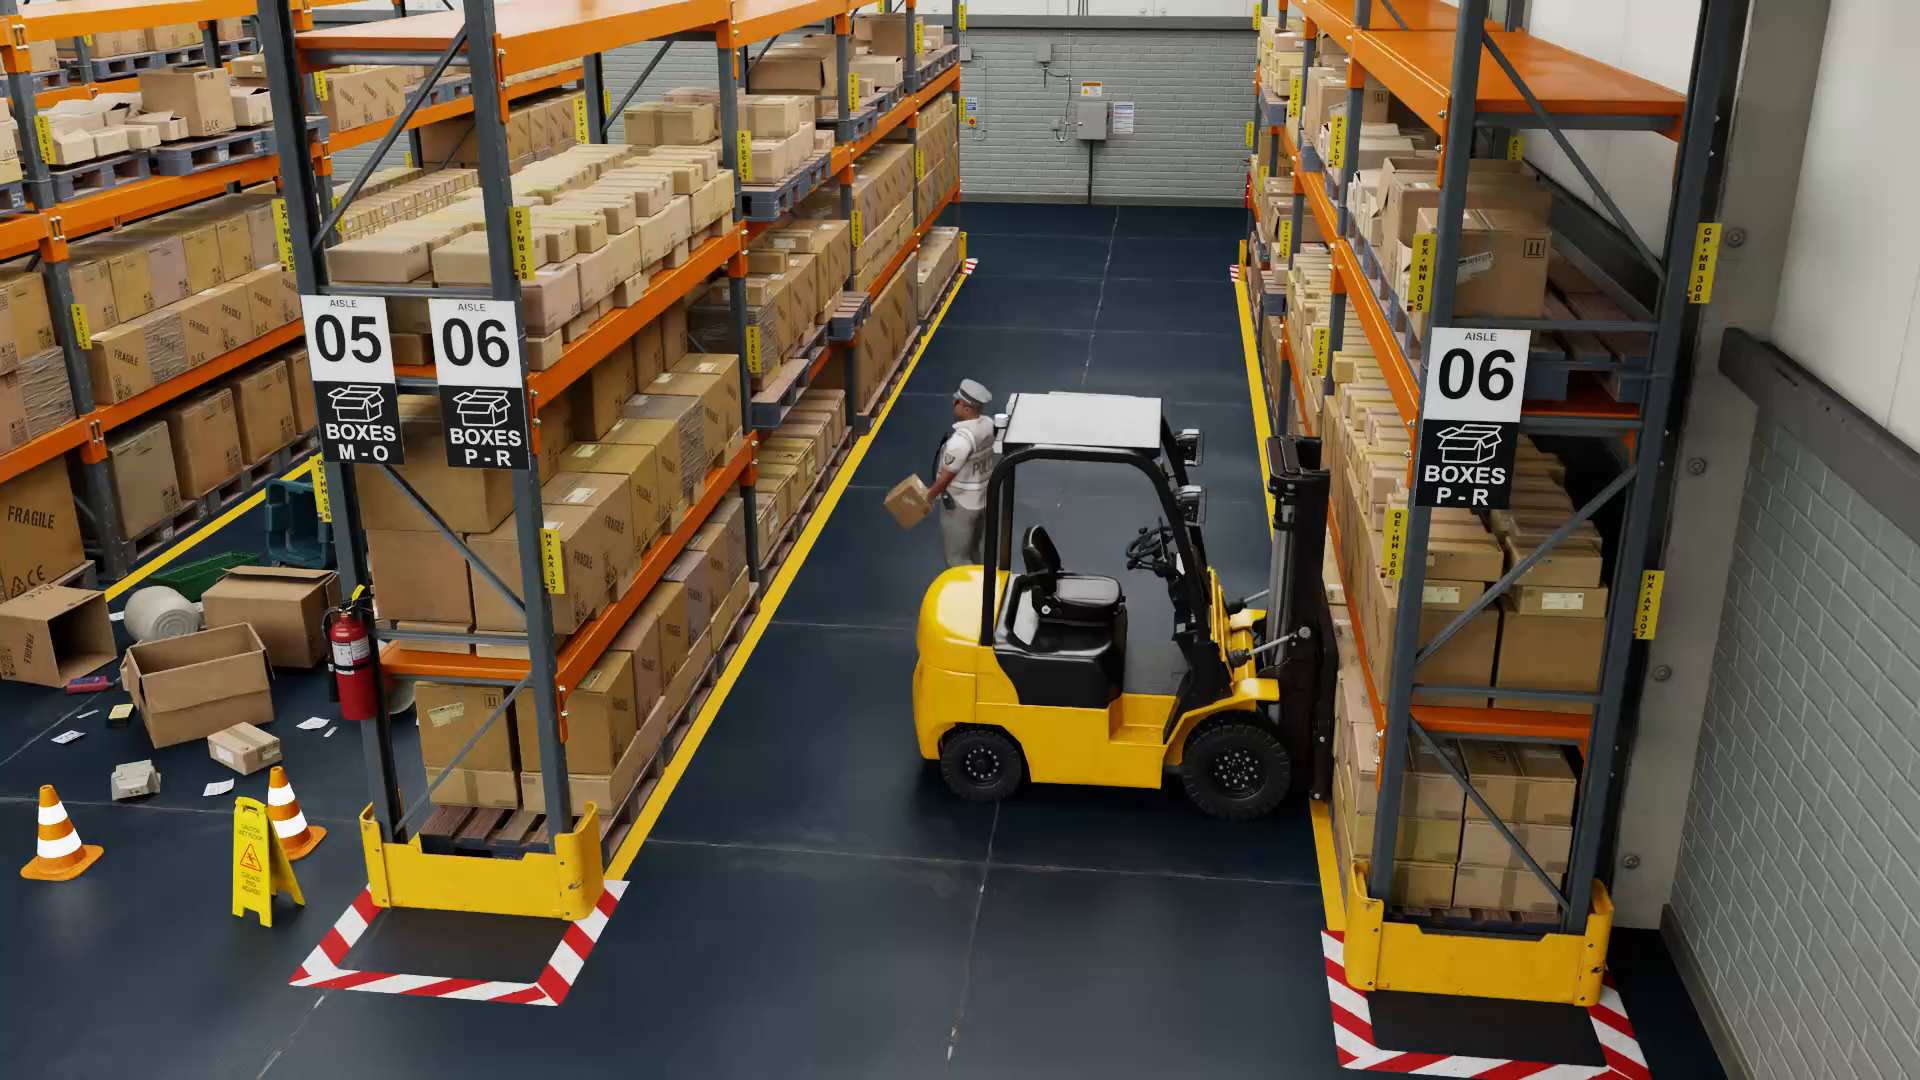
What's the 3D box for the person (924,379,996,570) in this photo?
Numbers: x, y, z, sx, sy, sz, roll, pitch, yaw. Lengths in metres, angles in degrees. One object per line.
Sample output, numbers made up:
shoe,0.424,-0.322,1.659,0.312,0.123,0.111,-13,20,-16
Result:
person,-0.022,-0.287,11.761,0.532,1.786,0.531,11,23,25
